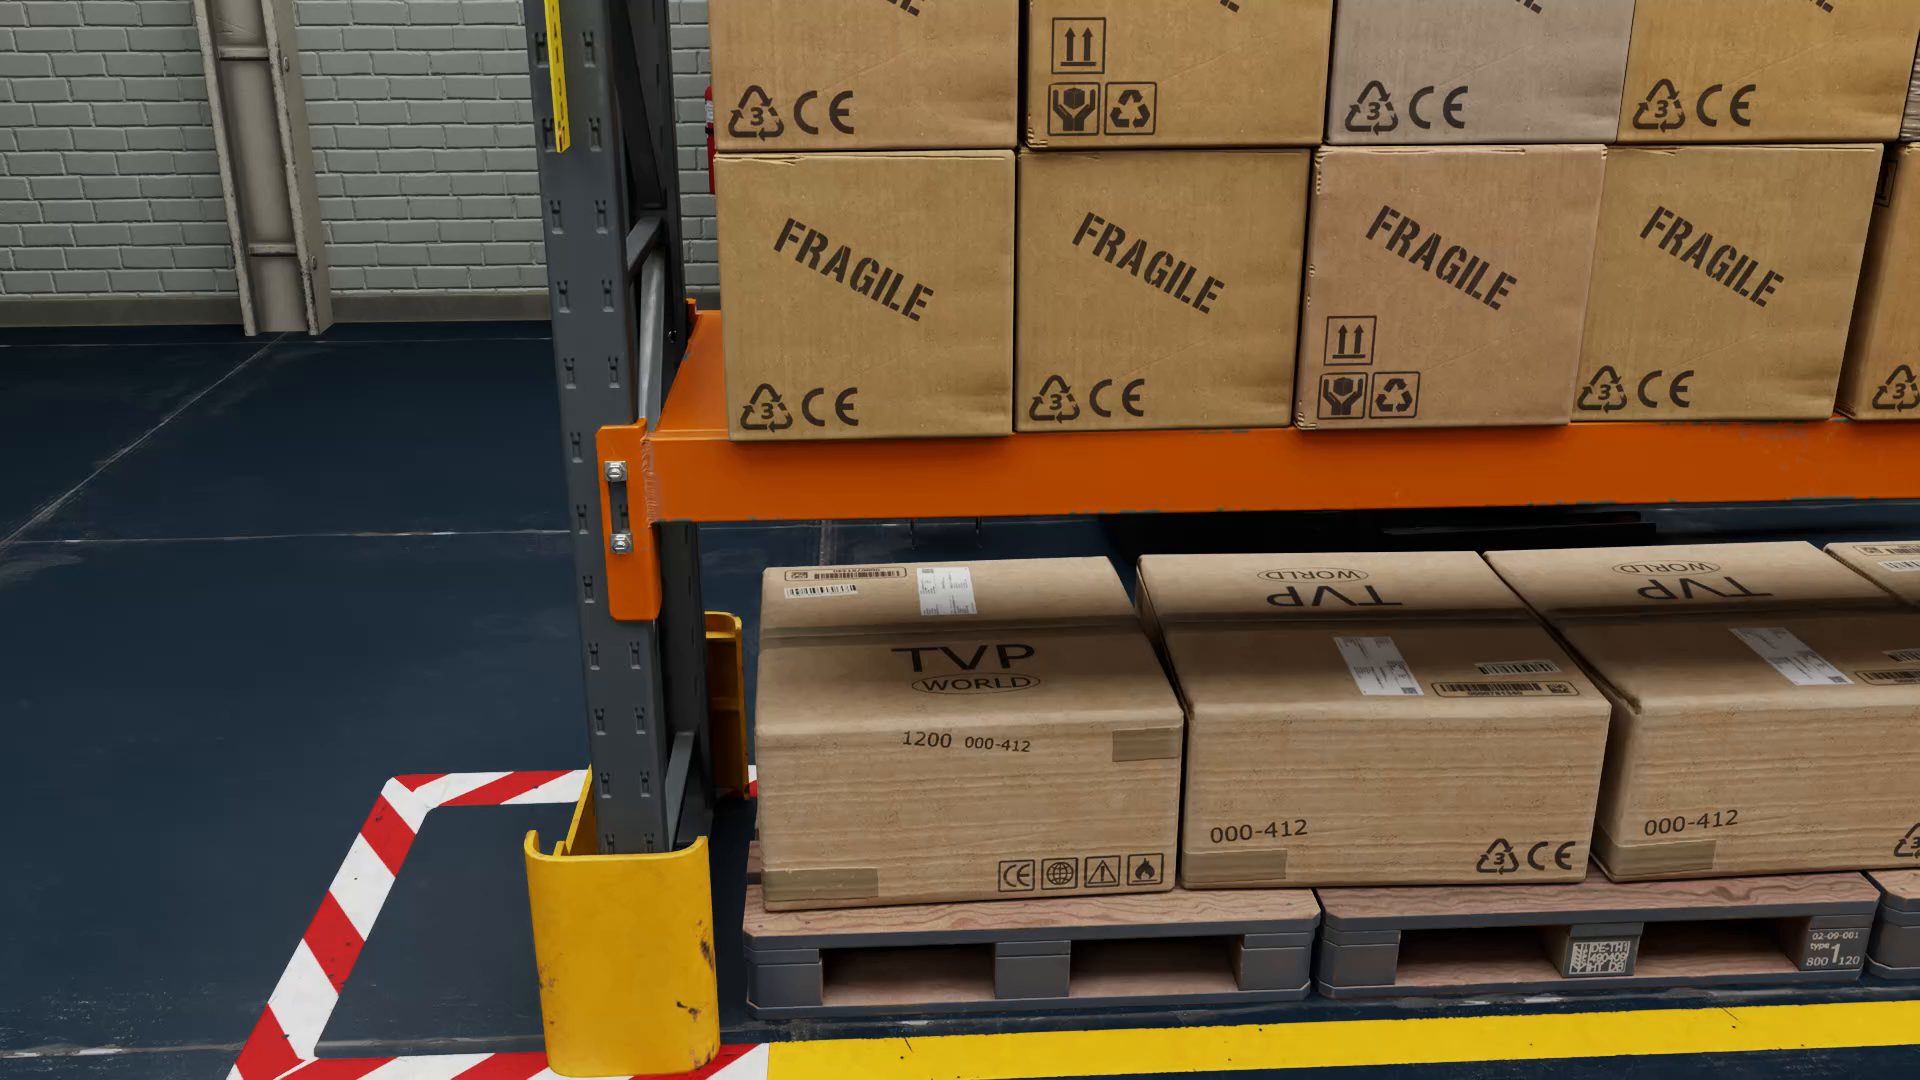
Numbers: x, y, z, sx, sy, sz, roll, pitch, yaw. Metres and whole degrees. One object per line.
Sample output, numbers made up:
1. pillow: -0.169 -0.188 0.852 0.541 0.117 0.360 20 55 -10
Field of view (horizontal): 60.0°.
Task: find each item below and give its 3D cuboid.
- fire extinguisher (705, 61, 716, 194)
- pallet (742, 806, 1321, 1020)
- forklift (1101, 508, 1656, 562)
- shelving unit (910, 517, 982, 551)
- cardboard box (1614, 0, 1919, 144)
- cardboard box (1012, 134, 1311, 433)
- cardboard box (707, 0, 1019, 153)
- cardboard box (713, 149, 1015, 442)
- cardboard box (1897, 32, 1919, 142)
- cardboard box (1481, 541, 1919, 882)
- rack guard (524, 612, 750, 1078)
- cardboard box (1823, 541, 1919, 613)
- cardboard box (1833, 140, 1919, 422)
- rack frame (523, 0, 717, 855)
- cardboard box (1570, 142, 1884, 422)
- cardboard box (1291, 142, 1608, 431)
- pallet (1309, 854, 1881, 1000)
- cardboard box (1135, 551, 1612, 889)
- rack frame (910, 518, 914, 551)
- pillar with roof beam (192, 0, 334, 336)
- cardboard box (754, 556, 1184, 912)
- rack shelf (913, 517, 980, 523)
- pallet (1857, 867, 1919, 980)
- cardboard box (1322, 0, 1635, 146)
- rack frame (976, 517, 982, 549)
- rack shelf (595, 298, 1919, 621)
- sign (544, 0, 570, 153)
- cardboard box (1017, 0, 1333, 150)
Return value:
1. fire extinguisher: -1.077 -1.928 7.601 0.183 0.674 0.296 -1 21 -3
2. pallet: 0.125 0.717 3.941 1.213 0.211 1.003 -1 21 -3
3. forklift: 2.024 -1.463 5.844 3.031 2.935 1.130 -3 21 -7
4. shelving unit: -0.053 -0.490 5.931 0.252 1.050 0.215 -1 21 -3
5. cardboard box: 1.353 -1.001 2.989 0.500 0.500 0.500 -1 21 -3
6. cardboard box: 0.330 -0.517 3.122 0.500 0.500 0.500 -1 21 -4
7. cardboard box: -0.174 -0.965 2.893 0.500 0.500 0.500 -2 21 -4
8. cardboard box: -0.173 -0.497 3.069 0.500 0.500 0.500 -1 21 -3
9. cardboard box: 1.854 -1.009 3.009 0.500 0.500 0.500 -1 21 -2
10. cardboard box: 1.798 0.371 3.942 0.875 0.438 0.875 -2 21 -5
11. rack guard: -0.693 0.627 3.773 0.348 0.500 1.175 -1 21 -3
12. cardboard box: 2.692 0.352 3.990 0.875 0.438 0.875 -1 21 -4
13. cardboard box: 1.862 -0.542 3.188 0.500 0.500 0.500 -1 21 -4
14. rack frame: -0.669 -0.542 3.329 0.127 3.000 1.000 -1 21 -3
15. cardboard box: 1.338 -0.537 3.175 0.500 0.500 0.500 0 21 -1
16. cardboard box: 0.839 -0.521 3.132 0.500 0.500 0.500 -1 21 -3
17. pallet: 1.340 0.693 4.003 1.213 0.211 1.003 -1 21 -3
18. cardboard box: 0.897 0.389 3.895 0.875 0.438 0.875 -1 21 -2
19. rack frame: -0.175 -0.487 5.925 0.008 1.050 0.200 -1 21 -3
20. pillar with roof beam: -3.454 -3.845 3.573 0.400 9.000 9.100 -1 21 -3
21. cardboard box: -0.016 0.410 3.839 0.875 0.438 0.875 -2 21 -5
22. rack shelf: -0.053 -0.220 6.034 0.240 0.259 0.215 -1 21 -3
23. pallet: 2.561 0.668 4.071 1.213 0.211 1.003 -1 21 -3
24. cardboard box: 0.855 -0.991 2.962 0.500 0.500 0.500 -1 21 -3
25. rack frame: 0.068 -0.492 5.938 0.008 1.050 0.200 -1 21 -3
26. rack shelf: 1.328 -0.247 3.564 4.000 0.370 1.077 -1 21 -3
27. sign: -0.643 -0.786 2.643 0.005 0.325 0.100 -1 21 -3
28. cardboard box: 0.342 -0.978 2.927 0.500 0.500 0.500 -2 21 -5
